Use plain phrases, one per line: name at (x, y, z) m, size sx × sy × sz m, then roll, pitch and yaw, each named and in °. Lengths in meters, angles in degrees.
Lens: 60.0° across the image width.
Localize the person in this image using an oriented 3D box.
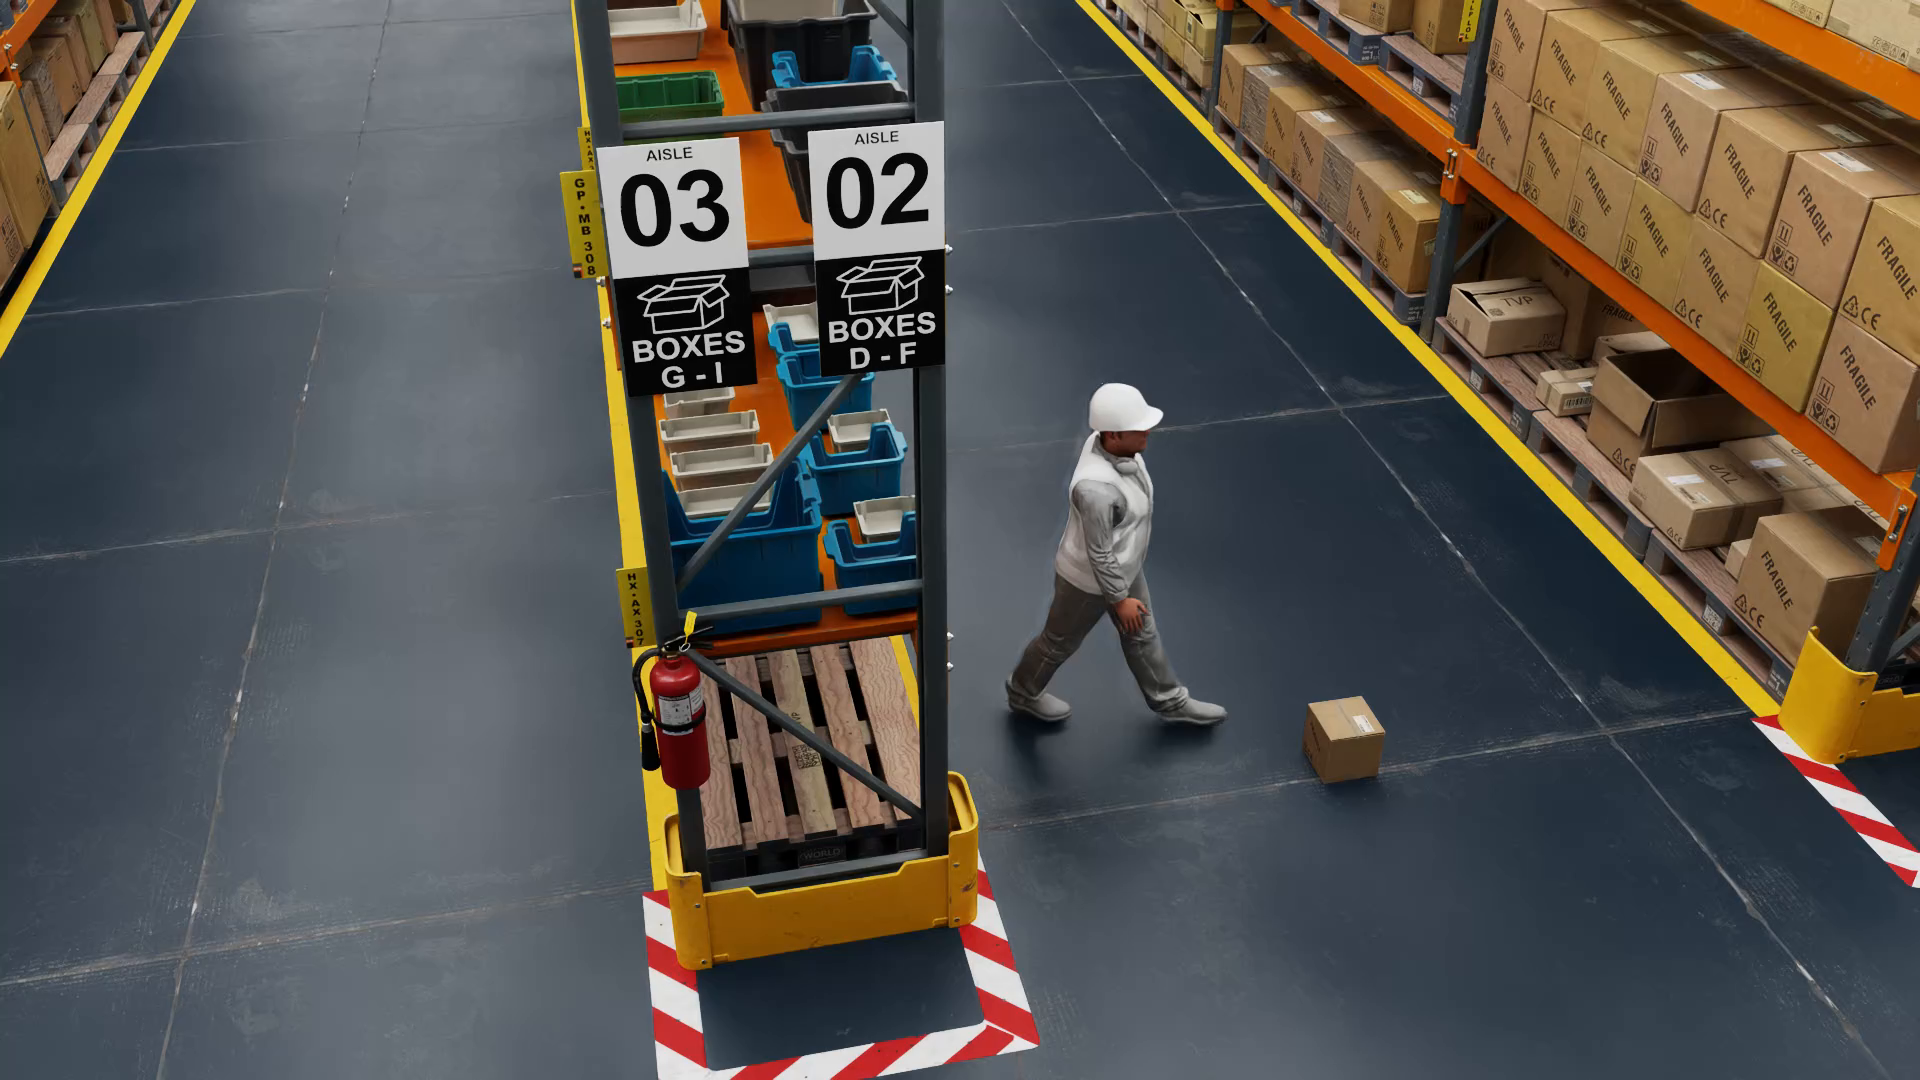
person at (0.658, 0.116, 6.933) m, size 0.973 × 1.717 × 0.559 m, roll 13°, pitch 36°, yaw 18°
